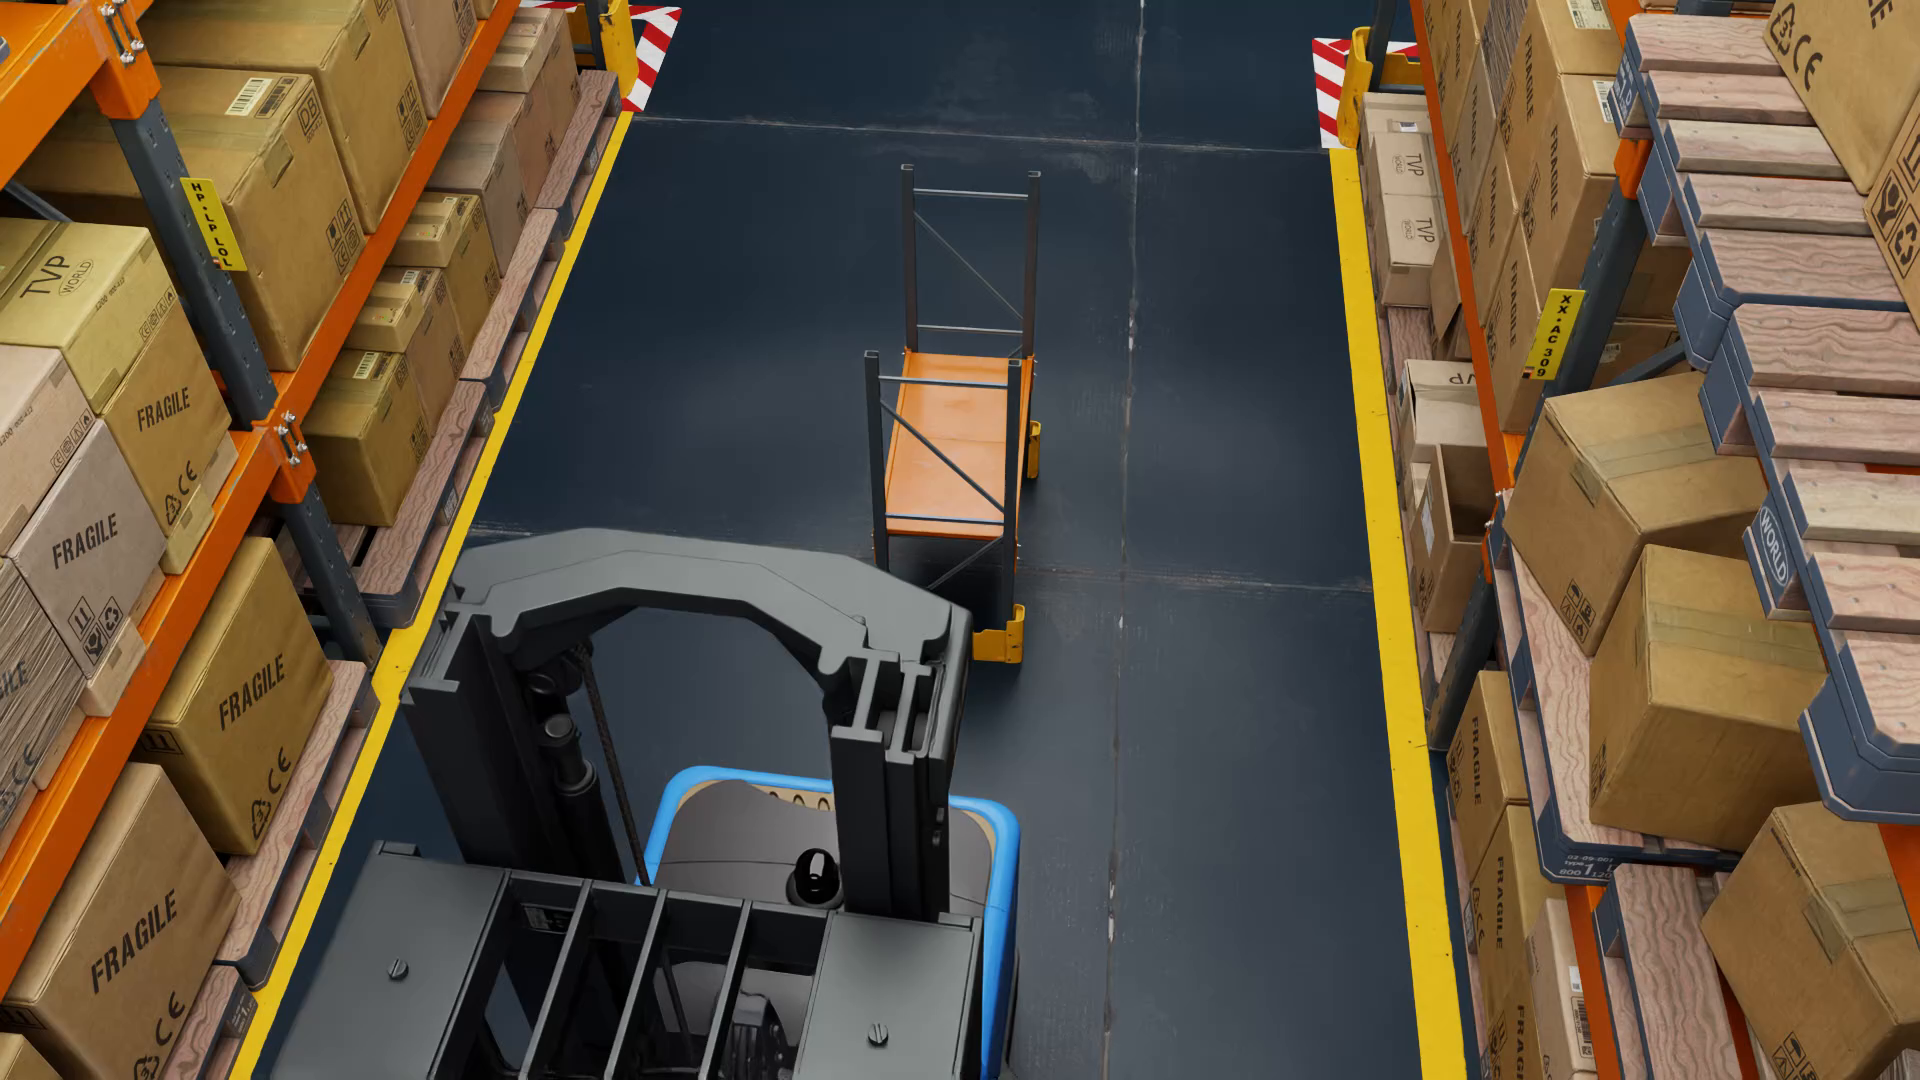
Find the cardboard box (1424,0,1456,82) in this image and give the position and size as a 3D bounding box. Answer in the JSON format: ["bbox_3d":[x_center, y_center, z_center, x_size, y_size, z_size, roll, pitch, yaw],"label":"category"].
[{"bbox_3d":[2.184,-2.169,6.660,0.500,0.500,0.500,4,48,3],"label":"cardboard box"}]

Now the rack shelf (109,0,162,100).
[{"bbox_3d":[-2.538,-2.822,5.779,1.077,0.370,4.000,4,48,4],"label":"rack shelf"}]

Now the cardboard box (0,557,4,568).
[{"bbox_3d":[-2.611,0.133,3.830,0.500,0.250,0.500,5,48,4],"label":"cardboard box"}]

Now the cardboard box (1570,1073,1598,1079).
[{"bbox_3d":[1.790,1.632,4.138,0.500,0.250,0.500,3,48,3],"label":"cardboard box"}]

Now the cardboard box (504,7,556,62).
[{"bbox_3d":[-2.150,-2.412,7.919,0.380,0.149,0.250,3,48,3],"label":"cardboard box"}]

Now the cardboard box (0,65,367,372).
[{"bbox_3d":[-2.654,-1.082,5.529,0.980,0.700,0.700,5,48,4],"label":"cardboard box"}]

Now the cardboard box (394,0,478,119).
[{"bbox_3d":[-2.526,-2.153,6.509,0.980,0.700,0.700,2,48,2],"label":"cardboard box"}]

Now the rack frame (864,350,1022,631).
[{"bbox_3d":[-0.054,-0.070,5.824,0.500,1.500,0.032,4,48,4],"label":"rack frame"}]

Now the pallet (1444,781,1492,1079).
[{"bbox_3d":[2.177,1.289,5.454,1.003,0.211,1.213,4,48,4],"label":"pallet"}]

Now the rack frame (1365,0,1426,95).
[{"bbox_3d":[2.578,-3.192,7.663,1.000,3.000,0.127,4,48,4],"label":"rack frame"}]

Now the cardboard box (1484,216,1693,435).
[{"bbox_3d":[2.003,-0.671,5.289,0.500,0.500,0.500,5,48,4],"label":"cardboard box"}]

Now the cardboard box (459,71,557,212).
[{"bbox_3d":[-2.365,-1.932,7.919,0.700,0.500,0.500,4,48,3],"label":"cardboard box"}]

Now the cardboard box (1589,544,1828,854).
[{"bbox_3d":[1.948,0.414,4.012,0.700,0.500,0.500,11,48,10],"label":"cardboard box"}]

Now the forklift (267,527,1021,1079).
[{"bbox_3d":[-0.538,1.499,3.418,1.130,2.935,3.031,6,48,6],"label":"forklift"}]

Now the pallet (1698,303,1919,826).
[{"bbox_3d":[1.993,0.035,2.806,1.213,0.211,1.003,4,48,4],"label":"pallet"}]

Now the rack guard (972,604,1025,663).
[{"bbox_3d":[-0.052,0.338,6.298,0.587,0.250,0.087,4,48,4],"label":"rack guard"}]

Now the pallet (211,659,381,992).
[{"bbox_3d":[-2.715,0.930,5.782,1.003,0.211,1.213,4,48,4],"label":"pallet"}]

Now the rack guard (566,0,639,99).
[{"bbox_3d":[-2.353,-2.697,8.903,1.175,0.500,0.348,4,48,4],"label":"rack guard"}]

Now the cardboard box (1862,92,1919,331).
[{"bbox_3d":[2.056,-0.617,2.854,0.600,0.600,0.600,3,48,3],"label":"cardboard box"}]

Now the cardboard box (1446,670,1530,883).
[{"bbox_3d":[1.927,0.781,5.424,0.500,0.500,0.500,2,48,2],"label":"cardboard box"}]

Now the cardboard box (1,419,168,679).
[{"bbox_3d":[-2.548,0.008,4.453,0.500,0.500,0.500,4,48,4],"label":"cardboard box"}]

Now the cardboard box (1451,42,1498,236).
[{"bbox_3d":[2.093,-1.428,5.981,0.500,0.500,0.500,5,48,4],"label":"cardboard box"}]

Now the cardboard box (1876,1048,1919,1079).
[{"bbox_3d":[2.067,1.381,3.127,0.700,0.500,0.500,12,49,11],"label":"cardboard box"}]

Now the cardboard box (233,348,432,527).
[{"bbox_3d":[-2.550,-0.424,6.540,0.700,0.500,0.500,4,48,4],"label":"cardboard box"}]

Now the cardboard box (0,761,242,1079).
[{"bbox_3d":[-2.728,1.140,4.872,0.750,0.750,0.750,5,48,5],"label":"cardboard box"}]

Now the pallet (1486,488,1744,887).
[{"bbox_3d":[2.032,0.392,4.515,1.003,0.211,1.213,4,48,4],"label":"pallet"}]

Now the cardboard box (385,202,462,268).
[{"bbox_3d":[-2.290,-1.266,6.871,0.380,0.149,0.250,3,48,2],"label":"cardboard box"}]

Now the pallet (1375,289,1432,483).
[{"bbox_3d":[2.385,-0.715,7.287,1.003,0.211,1.213,4,48,4],"label":"pallet"}]

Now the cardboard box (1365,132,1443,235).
[{"bbox_3d":[2.200,-1.665,7.831,0.500,0.250,0.500,4,48,4],"label":"cardboard box"}]

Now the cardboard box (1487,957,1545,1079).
[{"bbox_3d":[1.836,1.541,4.730,0.500,0.500,0.500,4,48,4],"label":"cardboard box"}]

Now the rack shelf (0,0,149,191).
[{"bbox_3d":[-2.902,0.117,3.091,1.077,0.370,4.000,4,48,4],"label":"rack shelf"}]

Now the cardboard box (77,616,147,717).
[{"bbox_3d":[-2.502,0.335,4.594,0.380,0.149,0.250,4,48,4],"label":"cardboard box"}]

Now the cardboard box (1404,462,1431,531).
[{"bbox_3d":[1.957,-0.157,6.520,0.380,0.149,0.250,4,48,4],"label":"cardboard box"}]

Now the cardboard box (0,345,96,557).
[{"bbox_3d":[-2.564,-0.242,4.173,0.500,0.250,0.500,5,48,4],"label":"cardboard box"}]

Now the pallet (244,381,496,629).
[{"bbox_3d":[-2.573,-0.196,6.812,1.003,0.211,1.213,4,48,4],"label":"pallet"}]

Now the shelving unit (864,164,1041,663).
[{"bbox_3d":[-0.007,-0.450,6.171,0.587,1.500,1.083,4,48,4],"label":"shelving unit"}]

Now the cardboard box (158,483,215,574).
[{"bbox_3d":[-2.468,-0.051,4.946,0.380,0.149,0.250,5,48,4],"label":"cardboard box"}]

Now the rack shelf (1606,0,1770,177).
[{"bbox_3d":[2.396,-2.492,5.477,1.077,0.370,4.000,4,48,4],"label":"rack shelf"}]

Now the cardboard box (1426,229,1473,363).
[{"bbox_3d":[2.379,-0.940,6.996,0.797,0.503,0.637,4,48,4],"label":"cardboard box"}]

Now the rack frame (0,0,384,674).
[{"bbox_3d":[-2.720,-0.583,5.277,1.000,3.000,0.127,4,48,4],"label":"rack frame"}]

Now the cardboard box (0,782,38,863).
[{"bbox_3d":[-2.628,0.693,4.266,0.380,0.149,0.250,3,48,2],"label":"cardboard box"}]

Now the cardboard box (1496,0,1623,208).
[{"bbox_3d":[2.046,-1.390,5.269,0.500,0.500,0.500,3,48,3],"label":"cardboard box"}]

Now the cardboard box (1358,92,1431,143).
[{"bbox_3d":[2.197,-2.094,8.292,0.380,0.149,0.250,4,48,4],"label":"cardboard box"}]

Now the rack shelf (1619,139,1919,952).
[{"bbox_3d":[2.031,0.447,2.789,1.077,0.370,4.000,4,48,4],"label":"rack shelf"}]

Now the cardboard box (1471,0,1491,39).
[{"bbox_3d":[2.139,-2.130,5.946,0.500,0.500,0.500,3,48,3],"label":"cardboard box"}]

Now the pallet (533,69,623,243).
[{"bbox_3d":[-2.350,-1.989,8.452,1.003,0.211,1.213,4,48,4],"label":"pallet"}]

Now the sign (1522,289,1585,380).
[{"bbox_3d":[1.672,-0.576,4.683,0.100,0.325,0.005,4,48,4],"label":"sign"}]

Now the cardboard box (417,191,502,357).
[{"bbox_3d":[-2.452,-1.170,7.223,0.700,0.500,0.500,5,48,4],"label":"cardboard box"}]

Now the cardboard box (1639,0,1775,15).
[{"bbox_3d":[1.993,-1.590,4.266,0.500,0.250,0.500,4,48,4],"label":"cardboard box"}]
